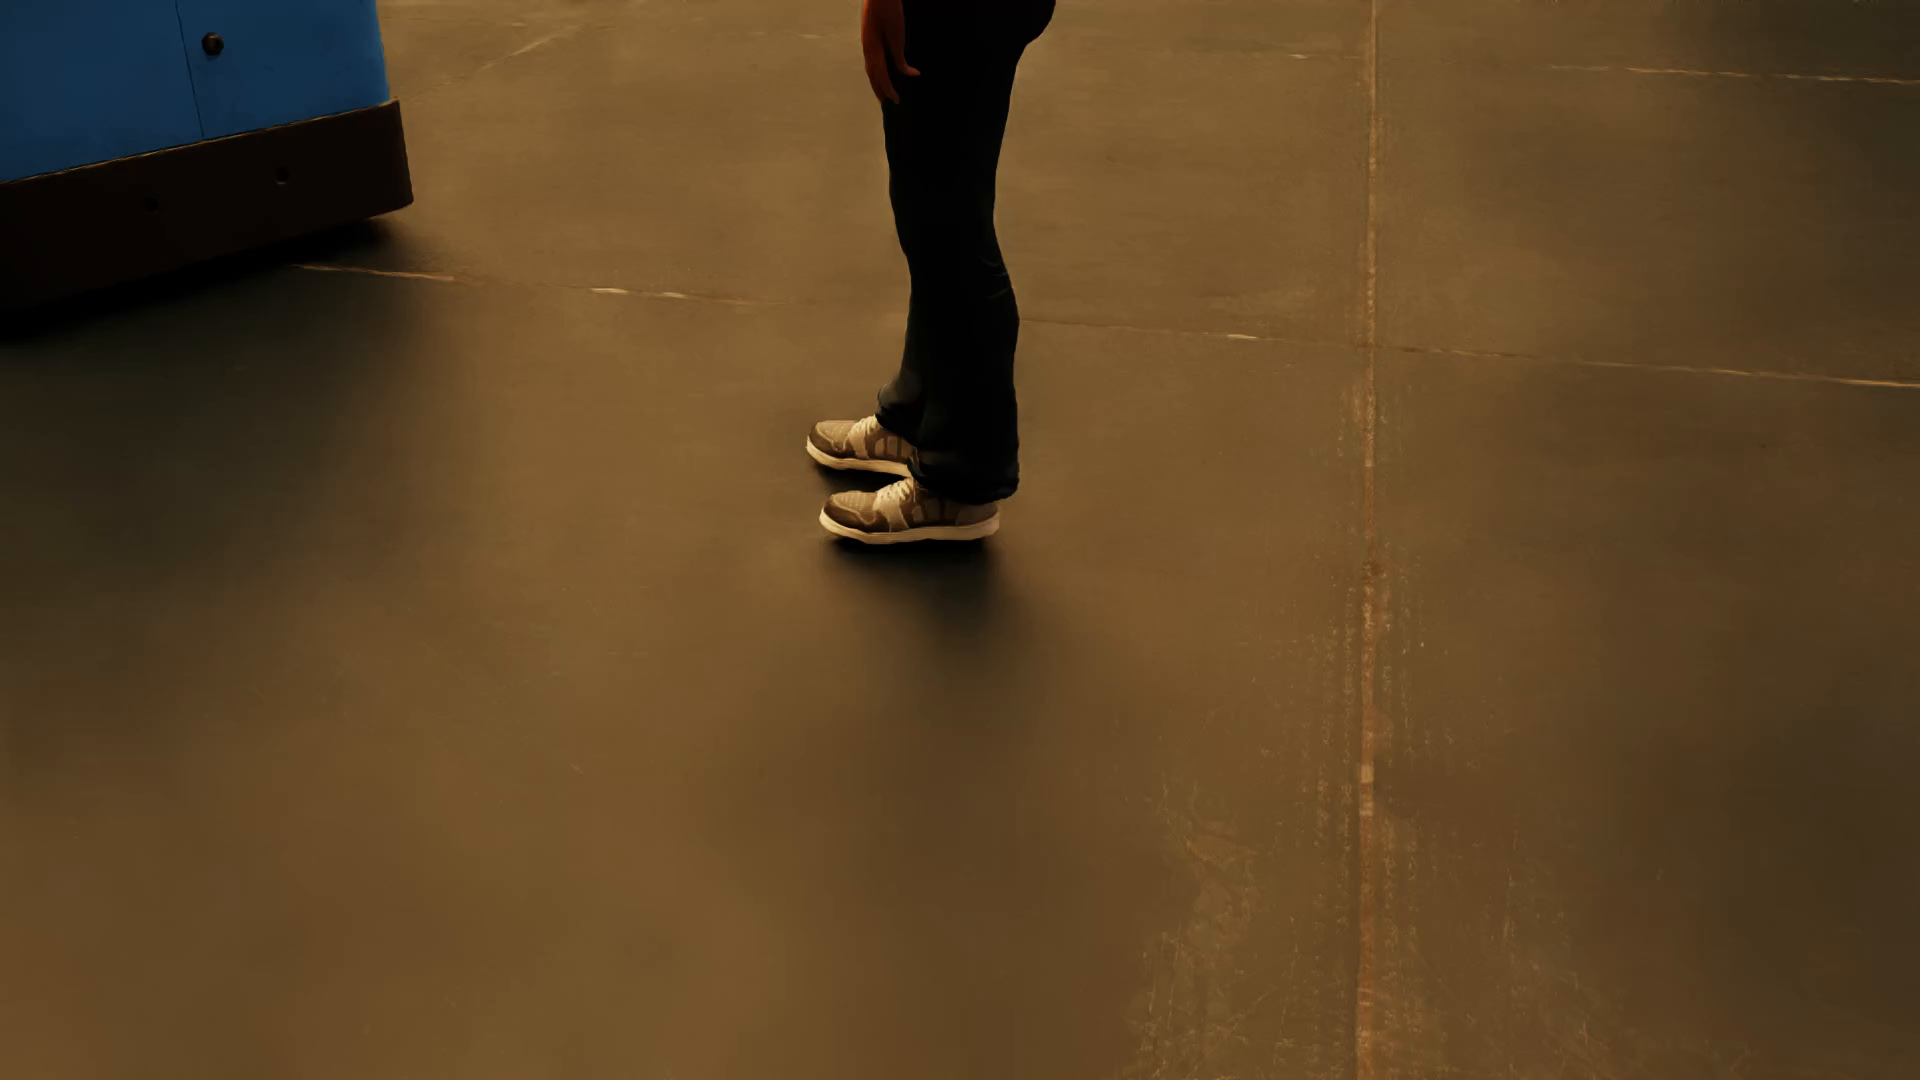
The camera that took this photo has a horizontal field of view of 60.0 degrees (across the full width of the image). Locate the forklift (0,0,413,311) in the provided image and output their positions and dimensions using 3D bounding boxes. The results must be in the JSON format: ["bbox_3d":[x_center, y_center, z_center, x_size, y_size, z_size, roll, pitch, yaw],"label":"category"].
[{"bbox_3d":[-2.776,-2.260,3.727,3.031,2.935,1.130,18,32,32],"label":"forklift"}]

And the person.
[{"bbox_3d":[-0.069,-0.733,2.163,0.474,1.597,0.520,6,27,11],"label":"person"}]
